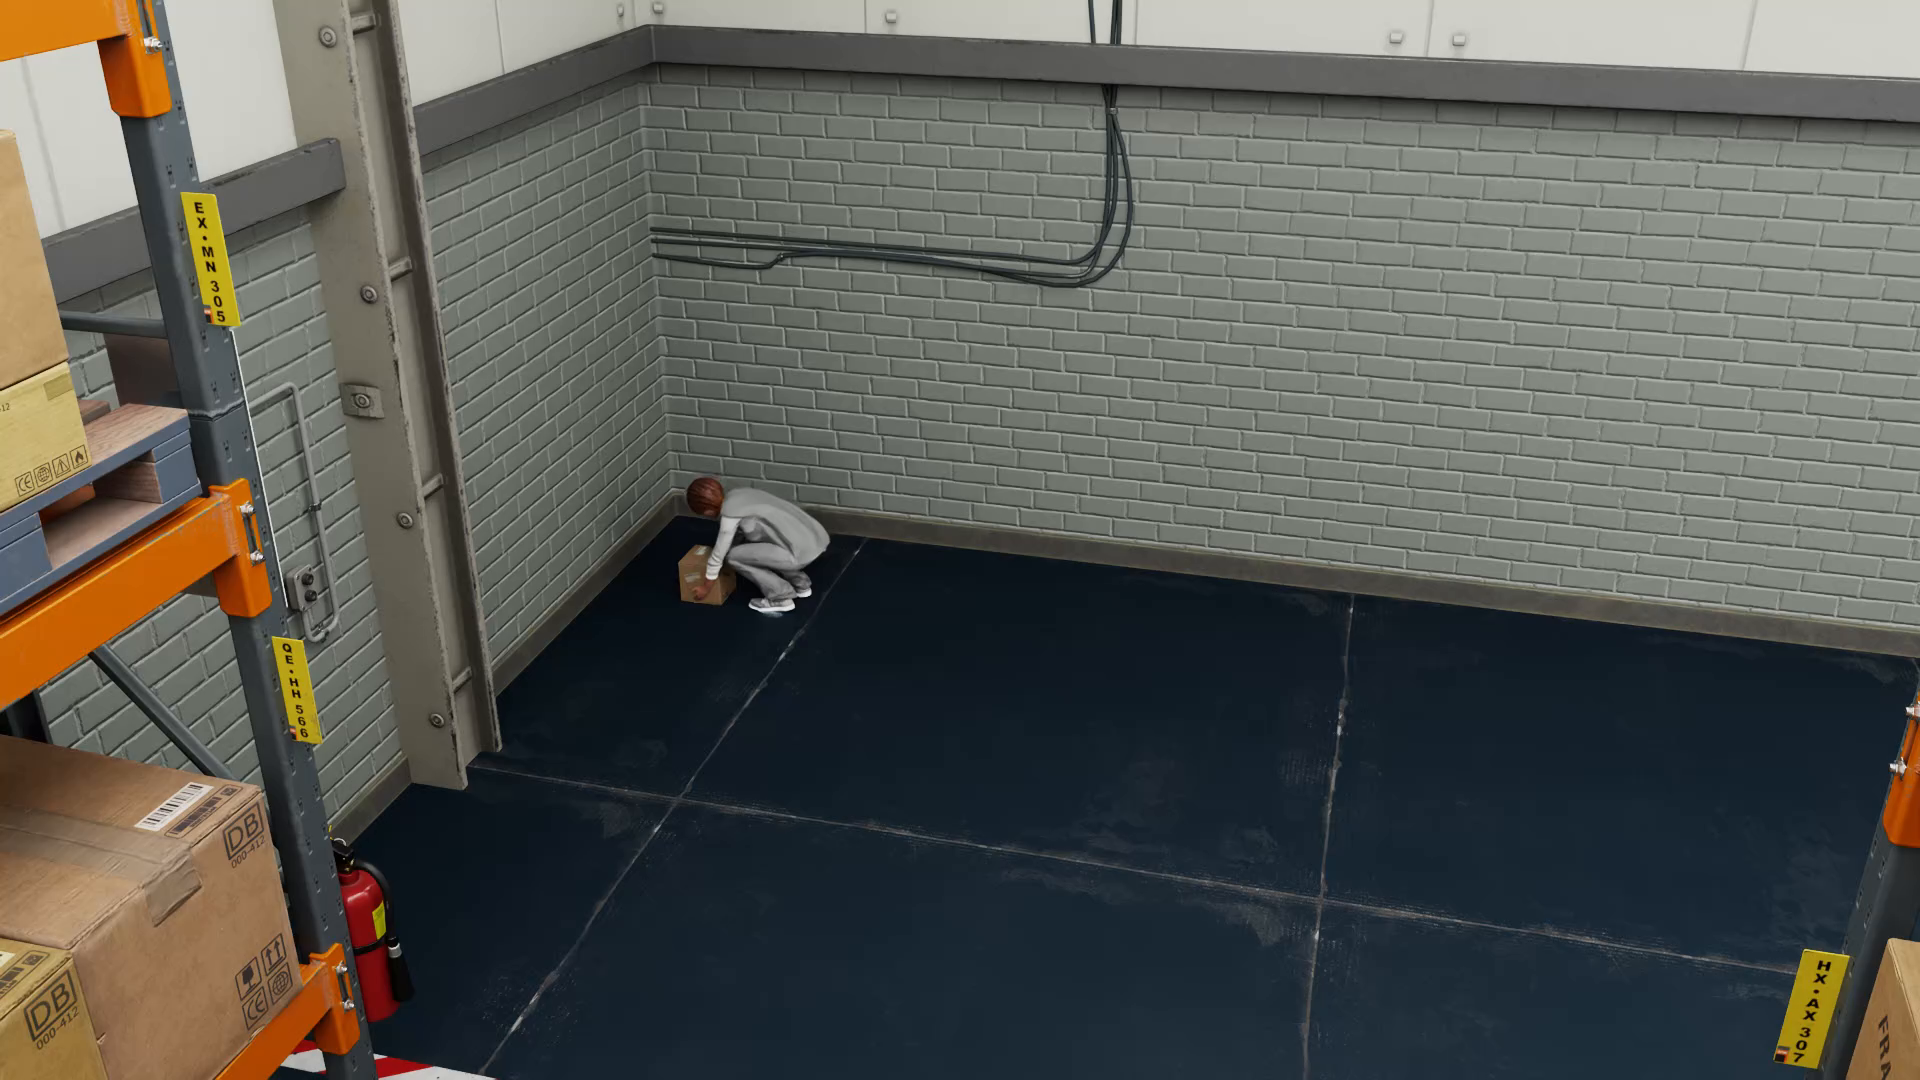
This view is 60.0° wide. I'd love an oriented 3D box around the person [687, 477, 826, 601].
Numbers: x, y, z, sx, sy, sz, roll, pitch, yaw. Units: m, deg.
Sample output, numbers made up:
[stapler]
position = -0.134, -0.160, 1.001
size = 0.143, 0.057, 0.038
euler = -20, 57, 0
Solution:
[person]
position = -1.165, 0.021, 9.551
size = 0.791, 0.764, 0.392
euler = 6, 26, 13
